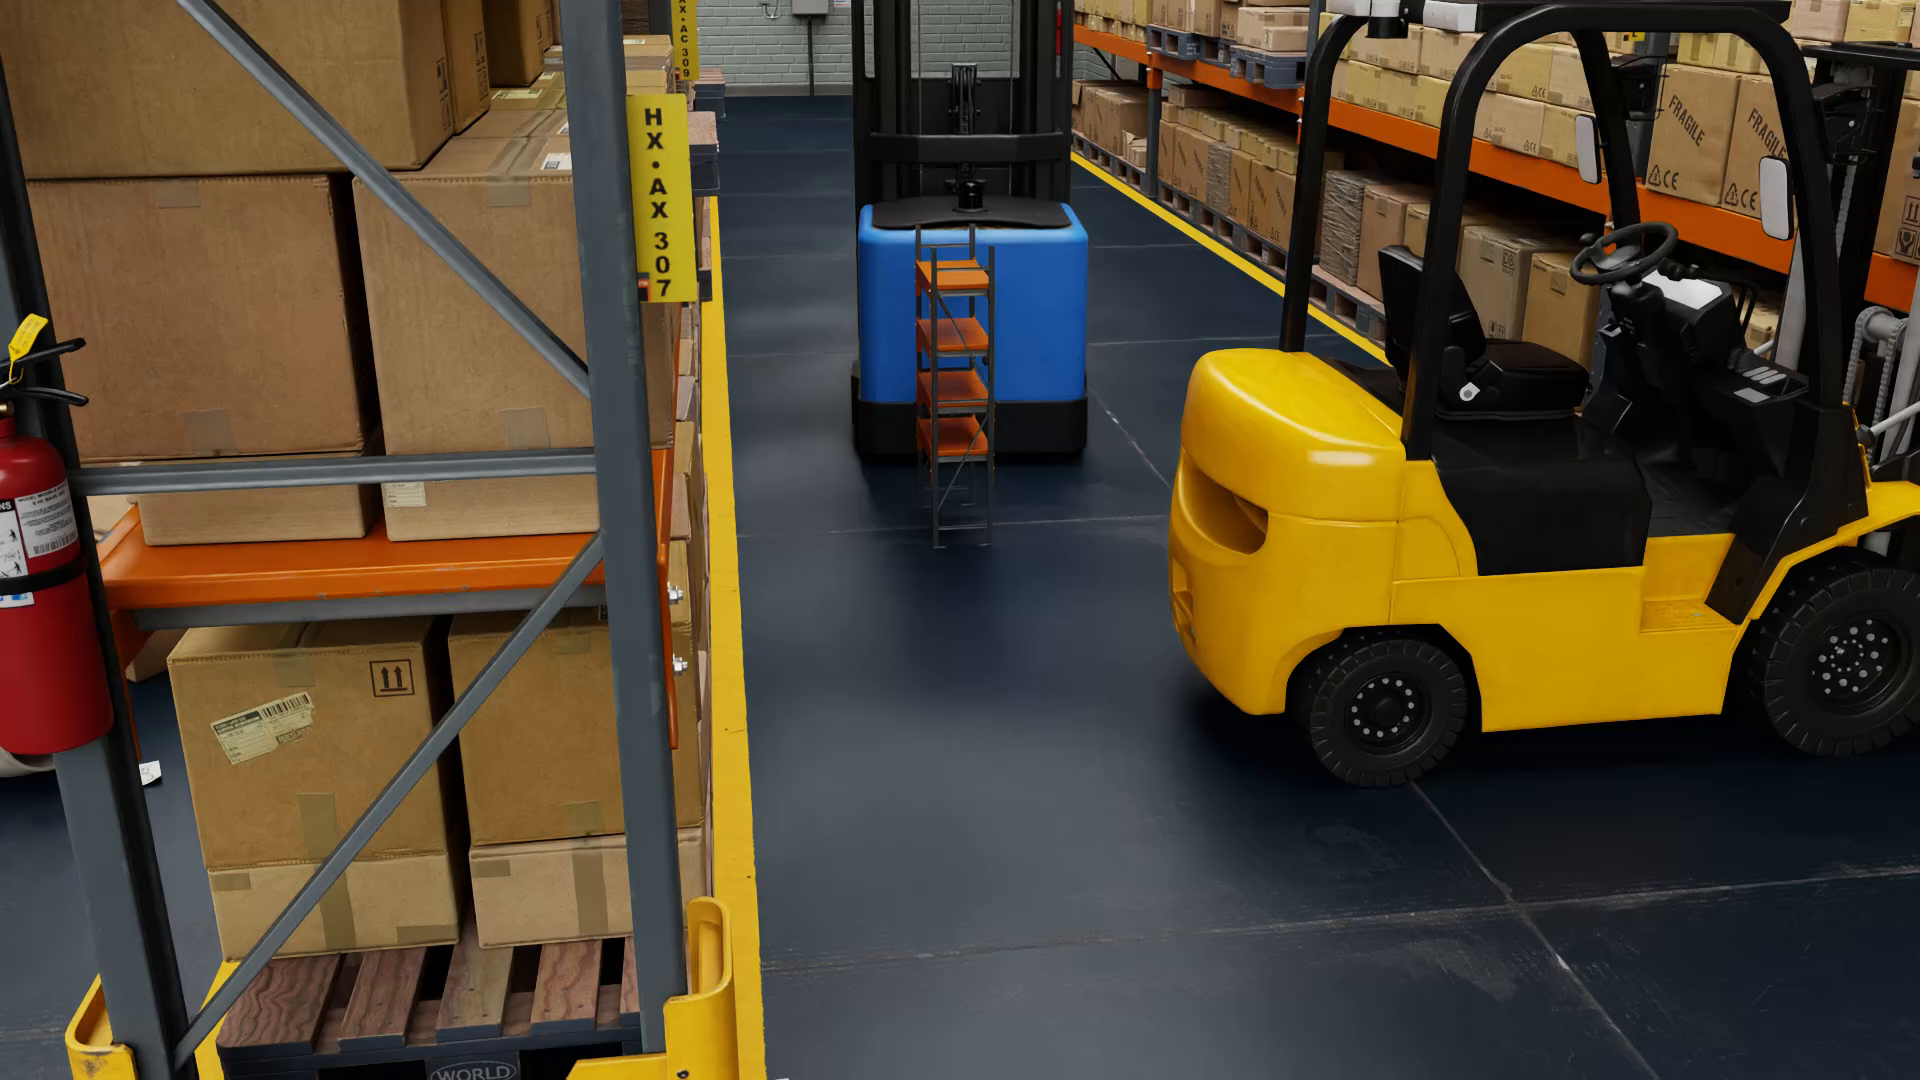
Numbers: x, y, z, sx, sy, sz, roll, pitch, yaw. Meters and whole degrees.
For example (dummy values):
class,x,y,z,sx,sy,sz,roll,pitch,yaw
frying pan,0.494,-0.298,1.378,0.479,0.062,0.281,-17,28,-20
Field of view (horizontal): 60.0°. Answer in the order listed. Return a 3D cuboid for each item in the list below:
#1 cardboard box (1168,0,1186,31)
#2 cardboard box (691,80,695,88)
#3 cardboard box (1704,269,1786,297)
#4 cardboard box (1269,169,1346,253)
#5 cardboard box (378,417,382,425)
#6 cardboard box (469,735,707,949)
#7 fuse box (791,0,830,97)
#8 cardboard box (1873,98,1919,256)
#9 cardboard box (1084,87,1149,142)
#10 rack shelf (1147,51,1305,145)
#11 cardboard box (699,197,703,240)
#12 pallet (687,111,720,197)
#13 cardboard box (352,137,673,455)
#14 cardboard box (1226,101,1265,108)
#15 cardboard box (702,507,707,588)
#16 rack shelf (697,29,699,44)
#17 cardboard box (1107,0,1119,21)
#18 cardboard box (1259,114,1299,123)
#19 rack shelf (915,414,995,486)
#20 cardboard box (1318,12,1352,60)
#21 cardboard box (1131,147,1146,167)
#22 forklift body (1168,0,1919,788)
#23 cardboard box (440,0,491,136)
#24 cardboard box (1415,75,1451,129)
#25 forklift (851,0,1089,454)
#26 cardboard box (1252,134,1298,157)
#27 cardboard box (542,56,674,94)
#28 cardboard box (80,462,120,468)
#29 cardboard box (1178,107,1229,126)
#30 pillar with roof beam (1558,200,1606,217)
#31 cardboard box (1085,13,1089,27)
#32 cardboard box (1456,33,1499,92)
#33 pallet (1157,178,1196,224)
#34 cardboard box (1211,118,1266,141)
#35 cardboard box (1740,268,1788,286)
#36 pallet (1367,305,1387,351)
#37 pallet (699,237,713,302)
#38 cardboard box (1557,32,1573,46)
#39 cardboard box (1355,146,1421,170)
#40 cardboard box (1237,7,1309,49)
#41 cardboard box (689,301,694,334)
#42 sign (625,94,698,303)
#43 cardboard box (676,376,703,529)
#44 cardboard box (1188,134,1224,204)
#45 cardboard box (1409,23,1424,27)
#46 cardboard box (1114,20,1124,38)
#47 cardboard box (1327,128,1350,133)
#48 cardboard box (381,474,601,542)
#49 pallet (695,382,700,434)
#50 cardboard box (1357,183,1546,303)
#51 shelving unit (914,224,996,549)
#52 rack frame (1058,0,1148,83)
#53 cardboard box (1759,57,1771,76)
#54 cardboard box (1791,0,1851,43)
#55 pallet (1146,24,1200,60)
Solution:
class,x,y,z,sx,sy,sz,roll,pitch,yaw
cardboard box,2.093,-4.397,13.458,0.700,0.500,0.500,-3,21,-7
cardboard box,-1.612,-2.496,8.870,0.380,0.149,0.250,-3,21,-7
cardboard box,3.082,-0.935,6.834,0.500,0.250,0.500,-3,21,-9
cardboard box,2.473,-2.288,11.527,0.500,0.500,0.500,-2,21,-6
cardboard box,-1.439,-0.278,3.532,0.380,0.149,0.250,-3,21,-9
cardboard box,-0.854,0.693,3.903,0.500,0.250,0.500,-3,21,-8
fuse box,-2.054,-7.048,23.140,0.539,1.711,0.414,-3,21,-8
cardboard box,3.294,-1.267,5.678,0.500,0.500,0.500,-3,21,-8
cardboard box,1.672,-4.408,17.202,0.700,0.500,0.500,-2,21,-6
rack shelf,2.458,-3.482,12.780,1.077,0.370,4.000,-3,21,-8
cardboard box,-2.307,-2.629,11.903,0.875,0.875,0.875,-3,21,-7
pallet,-1.554,-1.672,7.180,1.003,0.211,1.213,-3,21,-8
cardboard box,-0.805,-0.469,3.117,0.500,0.500,0.500,-3,21,-9
cardboard box,2.508,-3.728,14.456,0.380,0.149,0.250,-4,21,-10
cardboard box,-1.150,-0.023,5.821,0.500,0.250,0.500,-3,21,-9
rack shelf,-3.030,-4.615,15.814,1.077,0.370,4.000,-3,21,-8
cardboard box,1.709,-5.090,15.848,0.500,0.250,0.500,-3,21,-8
cardboard box,2.644,-3.368,13.492,0.380,0.149,0.250,-2,21,-6
rack shelf,-0.024,-0.370,6.753,0.258,0.148,0.480,-3,21,-8
cardboard box,2.544,-3.123,10.291,0.500,0.250,0.500,-3,21,-8
cardboard box,1.799,-3.551,15.410,0.380,0.149,0.250,-4,21,-9
forklift body,1.821,-0.523,5.044,2.313,2.155,1.214,-3,21,-8
cardboard box,-1.367,-1.101,3.380,0.700,0.500,0.500,-3,21,-7
cardboard box,2.790,-2.358,8.957,0.500,0.250,0.500,-2,21,-6
forklift,0.001,-2.231,8.499,1.130,2.935,3.031,-1,20,-2
cardboard box,2.367,-2.894,12.223,0.380,0.149,0.250,-2,21,-6
cardboard box,-1.118,-1.177,5.013,0.500,0.500,0.500,-2,21,-6
cardboard box,-3.345,-0.573,6.455,0.500,0.500,0.500,-3,21,-8
cardboard box,2.075,-3.611,14.143,0.380,0.149,0.250,-3,21,-9
pillar with roof beam,-0.434,-5.314,8.082,9.100,9.000,0.400,-3,21,-8
cardboard box,1.500,-5.385,17.207,0.380,0.149,0.250,-2,21,-6
cardboard box,2.850,-2.418,8.402,0.500,0.250,0.500,-3,21,-7
pallet,2.325,-2.925,14.247,1.003,0.211,1.213,-3,21,-8
cardboard box,2.209,-3.254,13.188,0.380,0.149,0.250,-2,21,-6
cardboard box,3.585,-0.958,6.894,0.500,0.250,0.500,-3,21,-7
pallet,2.999,-1.112,9.391,1.003,0.211,1.213,-3,21,-8
pallet,-2.204,-1.845,11.355,1.003,0.211,1.213,-3,21,-8
cardboard box,3.016,-2.375,7.718,0.380,0.149,0.250,-3,21,-8
cardboard box,2.980,-2.652,11.576,0.380,0.149,0.250,-2,21,-5
cardboard box,2.274,-3.602,11.687,0.500,0.250,0.500,-4,21,-10
cardboard box,-1.875,-1.126,8.600,0.950,0.372,0.625,-2,21,-6
sign,-0.475,-0.538,2.632,0.100,0.325,0.005,-3,21,-8
cardboard box,-1.088,-0.206,5.238,0.500,0.500,0.500,-2,21,-5
cardboard box,2.171,-3.001,13.437,0.500,0.500,0.500,-4,21,-9
cardboard box,2.697,-2.906,9.138,0.380,0.149,0.250,-2,21,-7
cardboard box,1.678,-4.848,15.769,0.380,0.149,0.250,-3,21,-9
cardboard box,2.820,-3.014,12.545,0.380,0.149,0.250,-3,21,-9
cardboard box,-0.856,-0.115,3.097,0.380,0.149,0.250,-3,21,-8
pallet,-1.702,-0.453,7.627,1.003,0.211,1.213,-3,21,-8
cardboard box,2.925,-1.768,9.957,0.875,0.625,0.625,-2,21,-6
shelving unit,-0.024,-0.619,6.660,0.258,1.200,0.503,-3,21,-8
rack frame,1.593,-5.896,18.216,1.000,3.000,0.127,-3,21,-8
cardboard box,3.213,-1.790,6.152,0.380,0.149,0.250,-3,21,-8
cardboard box,3.184,-1.838,5.855,0.380,0.149,0.250,-2,21,-7
pallet,2.177,-4.139,13.786,1.003,0.211,1.213,-3,21,-8
